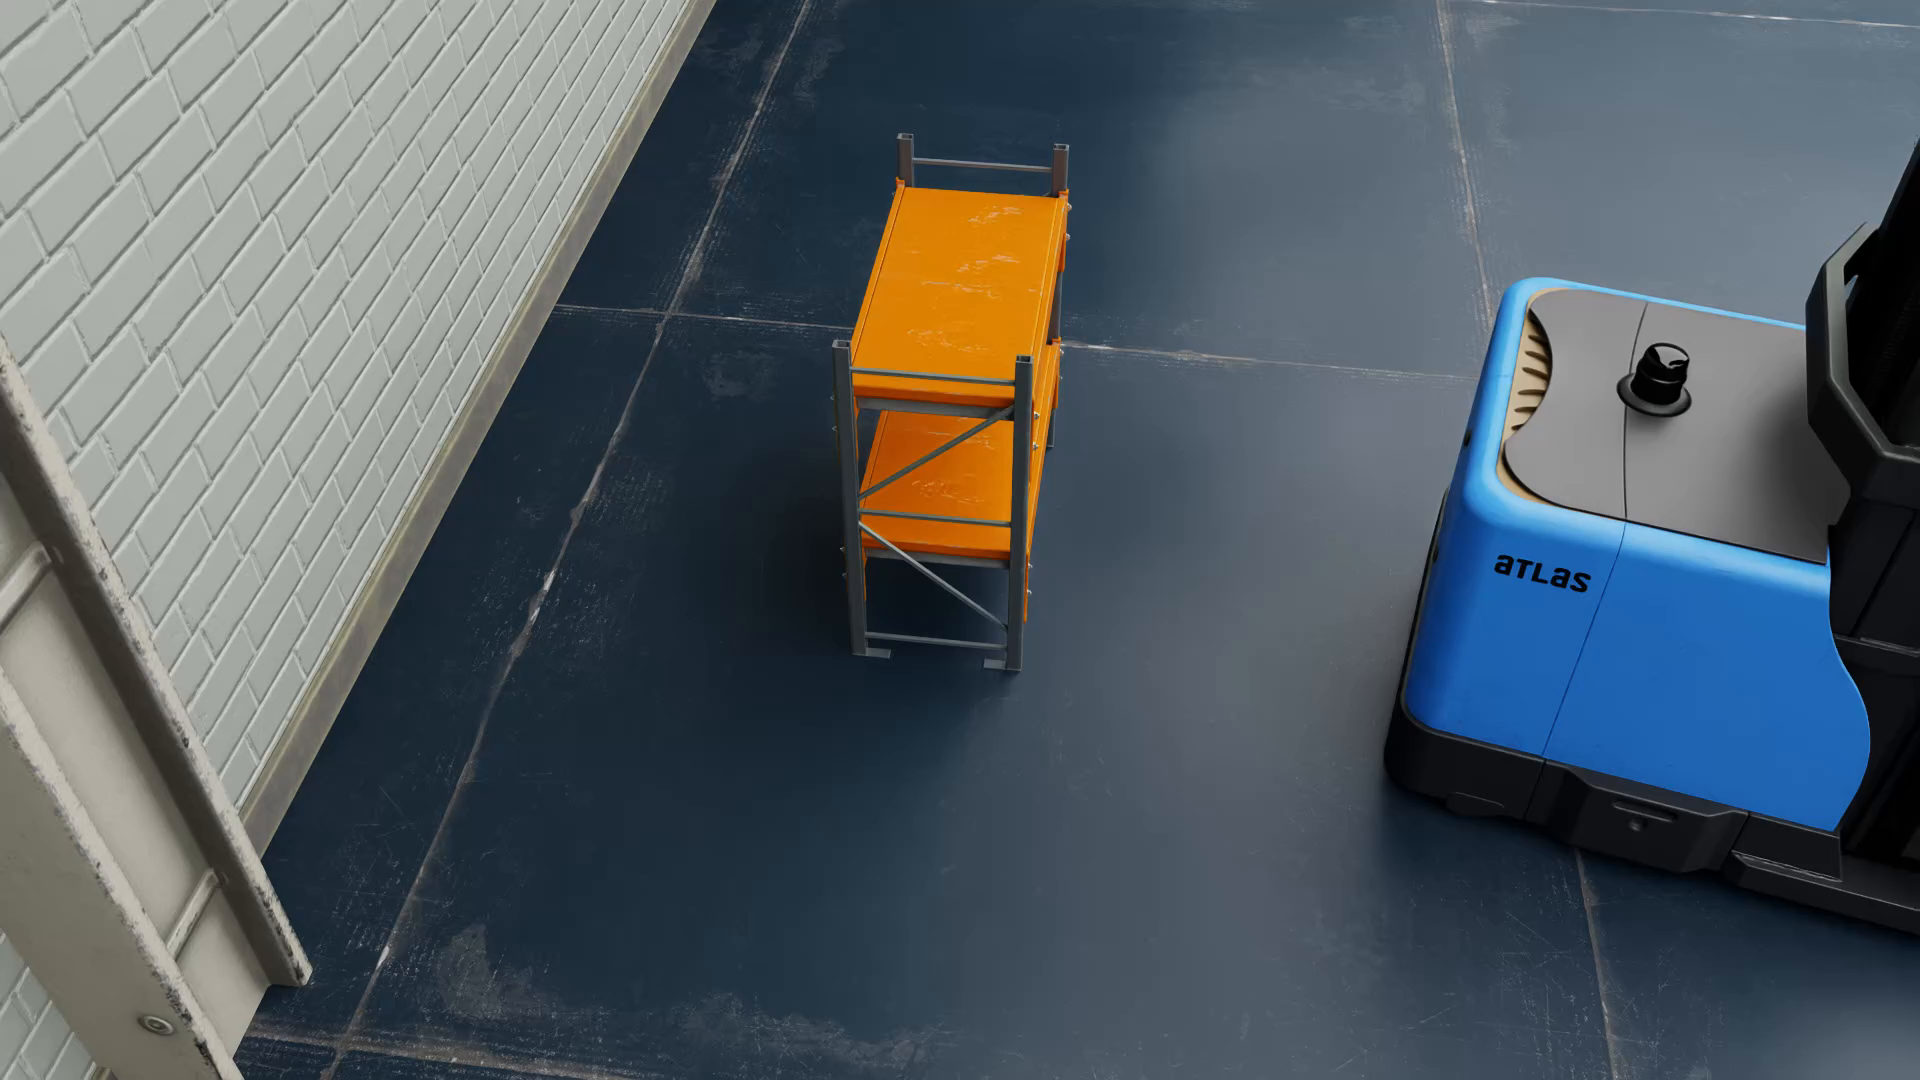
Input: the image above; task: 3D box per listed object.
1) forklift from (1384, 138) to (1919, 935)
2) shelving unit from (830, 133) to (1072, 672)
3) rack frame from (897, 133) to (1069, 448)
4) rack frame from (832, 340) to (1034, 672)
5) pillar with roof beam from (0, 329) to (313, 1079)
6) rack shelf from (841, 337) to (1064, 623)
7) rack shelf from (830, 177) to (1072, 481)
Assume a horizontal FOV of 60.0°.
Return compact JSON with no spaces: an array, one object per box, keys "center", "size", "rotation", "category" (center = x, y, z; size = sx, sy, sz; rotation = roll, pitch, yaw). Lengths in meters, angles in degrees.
[{"center":[2.724,-0.352,3.490],"size":[3.031,2.935,1.130],"rotation":[14,45,14],"category":"forklift"},{"center":[-0.001,-0.404,4.858],"size":[0.538,1.125,1.048],"rotation":[5,44,6],"category":"shelving unit"},{"center":[0.066,-0.750,5.224],"size":[0.500,1.125,0.032],"rotation":[5,44,6],"category":"rack frame"},{"center":[-0.068,-0.057,4.492],"size":[0.500,1.125,0.032],"rotation":[5,44,6],"category":"rack frame"},{"center":[2.484,-1.695,0.496],"size":[9.100,9.000,0.400],"rotation":[5,44,6],"category":"pillar with roof beam"},{"center":[-0.001,-0.226,5.026],"size":[0.538,0.278,1.000],"rotation":[5,44,6],"category":"rack shelf"},{"center":[-0.001,-0.616,4.657],"size":[0.538,0.278,1.000],"rotation":[5,44,6],"category":"rack shelf"}]
